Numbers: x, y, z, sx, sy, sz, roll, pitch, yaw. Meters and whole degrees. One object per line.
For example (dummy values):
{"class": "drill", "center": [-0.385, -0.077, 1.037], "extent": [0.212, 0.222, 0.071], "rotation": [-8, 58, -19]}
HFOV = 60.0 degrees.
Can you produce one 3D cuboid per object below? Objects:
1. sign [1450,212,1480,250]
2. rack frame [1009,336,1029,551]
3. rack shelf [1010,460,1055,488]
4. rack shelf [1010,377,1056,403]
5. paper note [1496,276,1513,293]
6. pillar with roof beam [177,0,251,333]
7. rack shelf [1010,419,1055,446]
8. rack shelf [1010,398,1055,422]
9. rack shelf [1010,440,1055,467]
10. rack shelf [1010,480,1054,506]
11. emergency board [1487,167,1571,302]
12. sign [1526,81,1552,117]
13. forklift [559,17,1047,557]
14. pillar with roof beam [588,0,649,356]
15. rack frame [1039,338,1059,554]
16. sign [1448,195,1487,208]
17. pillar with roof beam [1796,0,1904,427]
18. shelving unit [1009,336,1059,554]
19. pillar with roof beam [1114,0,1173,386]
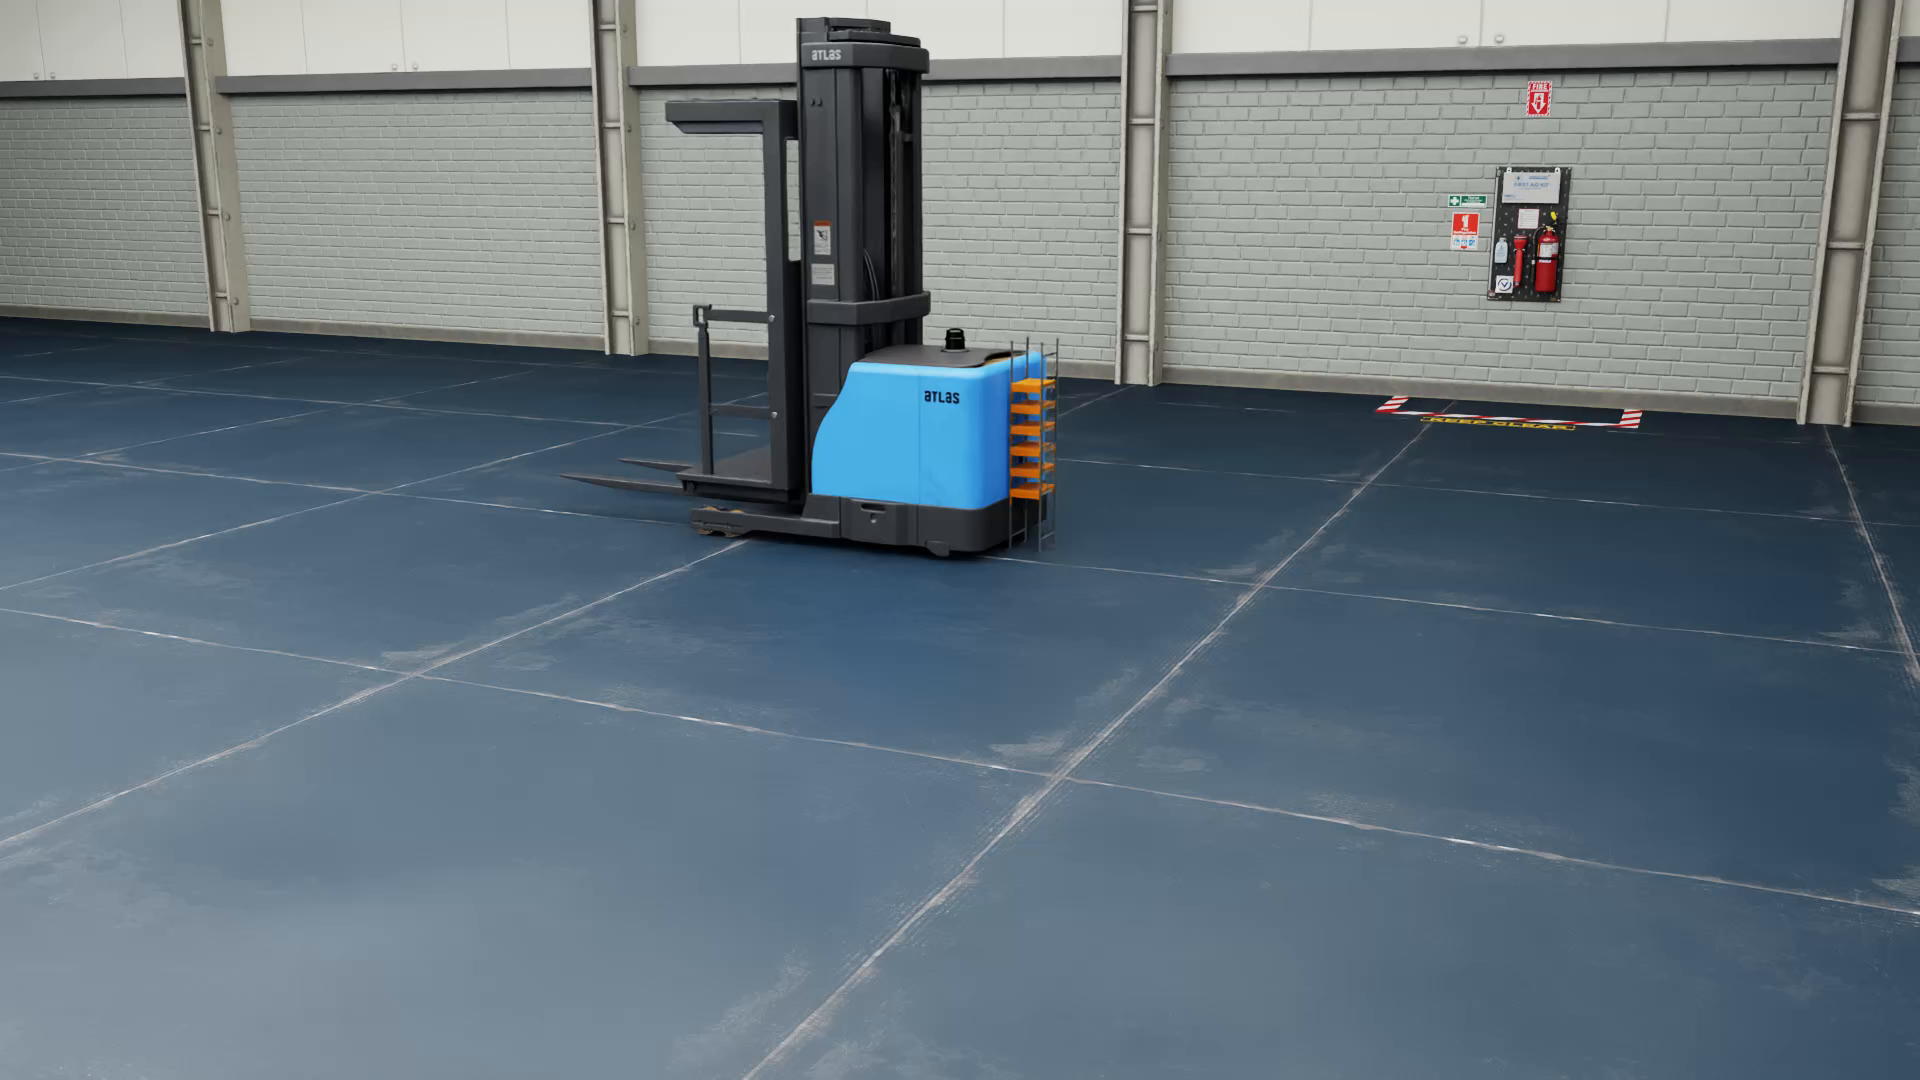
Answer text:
{"class": "sign", "center": [4.531, -2.771, 14.919], "extent": [0.234, 0.329, 0.001], "rotation": [6, 14, 23]}
{"class": "rack frame", "center": [0.335, -0.546, 9.456], "extent": [0.006, 1.200, 0.240], "rotation": [6, 15, 25]}
{"class": "rack shelf", "center": [0.417, -0.377, 9.455], "extent": [0.180, 0.103, 0.258], "rotation": [6, 15, 25]}
{"class": "rack shelf", "center": [0.417, -0.844, 9.345], "extent": [0.180, 0.103, 0.258], "rotation": [6, 15, 25]}
{"class": "paper note", "center": [4.861, -2.283, 14.845], "extent": [0.142, 0.148, 0.016], "rotation": [6, 14, 23]}
{"class": "pillar with roof beam", "center": [-10.963, -6.131, 16.185], "extent": [0.400, 9.000, 9.100], "rotation": [6, 14, 23]}
{"class": "rack shelf", "center": [0.417, -0.611, 9.400], "extent": [0.180, 0.103, 0.258], "rotation": [6, 15, 25]}
{"class": "rack shelf", "center": [0.417, -0.728, 9.373], "extent": [0.180, 0.103, 0.258], "rotation": [6, 15, 25]}
{"class": "rack shelf", "center": [0.417, -0.494, 9.428], "extent": [0.180, 0.103, 0.258], "rotation": [6, 15, 25]}
{"class": "rack shelf", "center": [0.417, -0.260, 9.482], "extent": [0.180, 0.103, 0.258], "rotation": [6, 15, 25]}
{"class": "emergency board", "center": [4.994, -2.681, 14.613], "extent": [0.643, 1.169, 0.194], "rotation": [6, 14, 23]}
{"class": "sign", "center": [5.027, -3.831, 14.440], "extent": [0.199, 0.298, 0.001], "rotation": [6, 14, 23]}
{"class": "forklift", "center": [-1.035, -1.540, 9.901], "extent": [3.031, 2.935, 1.130], "rotation": [6, 15, 25]}
{"class": "pillar with roof beam", "center": [-5.477, -5.576, 13.819], "extent": [0.400, 9.000, 9.100], "rotation": [6, 14, 23]}
{"class": "rack frame", "center": [0.500, -0.528, 9.379], "extent": [0.006, 1.200, 0.240], "rotation": [6, 15, 25]}
{"class": "sign", "center": [4.531, -3.026, 14.848], "extent": [0.331, 0.109, 0.001], "rotation": [6, 14, 23]}
{"class": "pillar with roof beam", "center": [5.495, -4.466, 9.087], "extent": [0.400, 9.000, 9.100], "rotation": [6, 14, 23]}
{"class": "shelving unit", "center": [0.417, -0.537, 9.417], "extent": [0.189, 1.200, 0.258], "rotation": [6, 15, 25]}
{"class": "pillar with roof beam", "center": [0.009, -5.021, 11.453], "extent": [0.400, 9.000, 9.100], "rotation": [6, 14, 23]}
